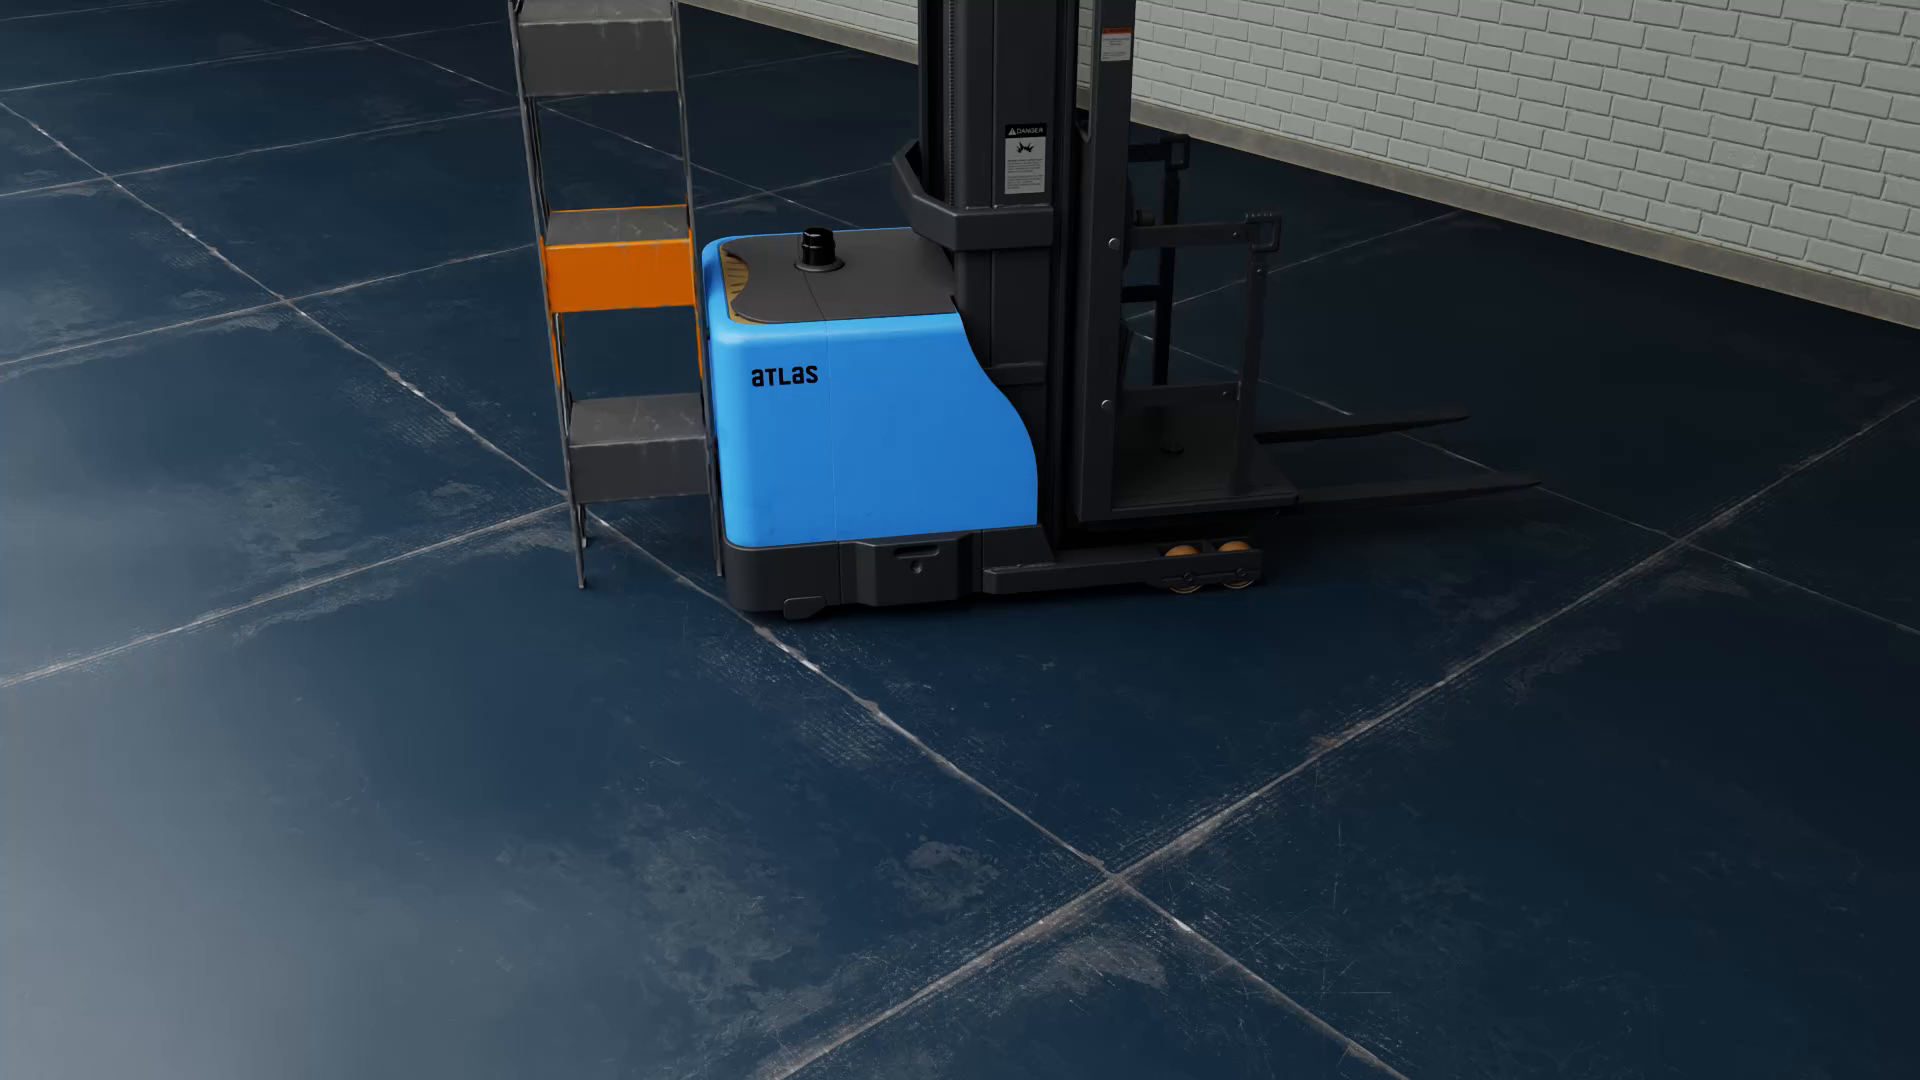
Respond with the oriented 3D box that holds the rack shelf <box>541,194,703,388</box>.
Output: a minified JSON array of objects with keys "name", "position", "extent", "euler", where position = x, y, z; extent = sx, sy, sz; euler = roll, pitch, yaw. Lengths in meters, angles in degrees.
[{"name":"rack shelf","position":[-1.139,-0.850,5.642],"extent":[0.480,0.518,0.431],"euler":[-5,28,-9]}]

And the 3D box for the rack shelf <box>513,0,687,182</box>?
[{"name":"rack shelf","position":[-1.139,-1.468,5.312],"extent":[0.480,0.518,0.431],"euler":[-5,28,-9]}]

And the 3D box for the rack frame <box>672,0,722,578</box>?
[{"name":"rack frame","position":[-0.899,-0.882,5.673],"extent":[0.015,2.100,0.400],"euler":[-5,28,-9]}]

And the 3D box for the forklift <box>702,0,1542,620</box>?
[{"name":"forklift","position":[0.621,-1.344,5.656],"extent":[3.031,2.935,1.130],"euler":[-5,28,-9]}]

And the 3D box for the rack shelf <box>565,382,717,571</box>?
[{"name":"rack shelf","position":[-1.139,-0.233,5.972],"extent":[0.480,0.518,0.431],"euler":[-5,28,-9]}]

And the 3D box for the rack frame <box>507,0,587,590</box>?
[{"name":"rack frame","position":[-1.379,-0.843,5.599],"extent":[0.015,2.100,0.400],"euler":[-5,28,-9]}]

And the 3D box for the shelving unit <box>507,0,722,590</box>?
[{"name":"shelving unit","position":[-1.139,-0.862,5.636],"extent":[0.503,2.100,0.431],"euler":[-5,28,-9]}]
